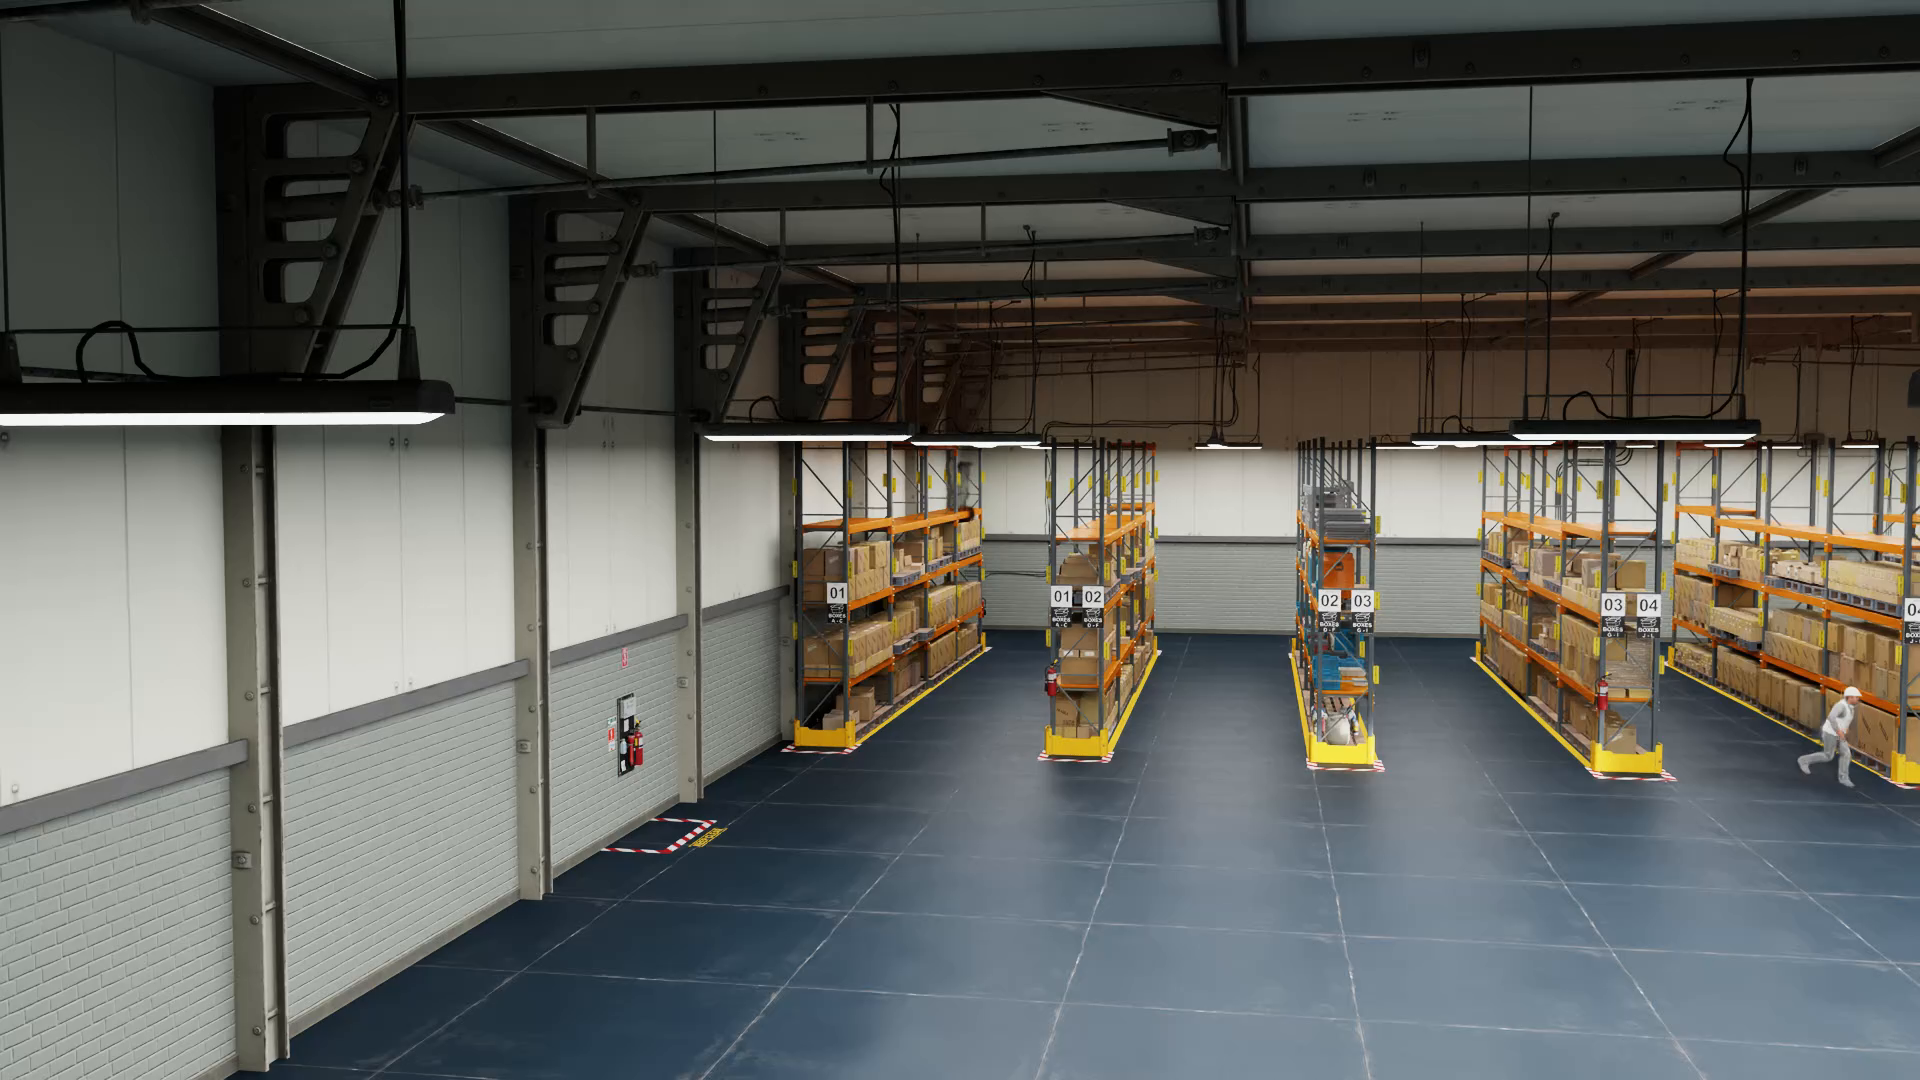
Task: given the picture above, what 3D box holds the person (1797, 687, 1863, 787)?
[{"bbox_3d":[15.043,3.368,28.751,1.004,1.731,0.677,2,4,39],"label":"person"}]
